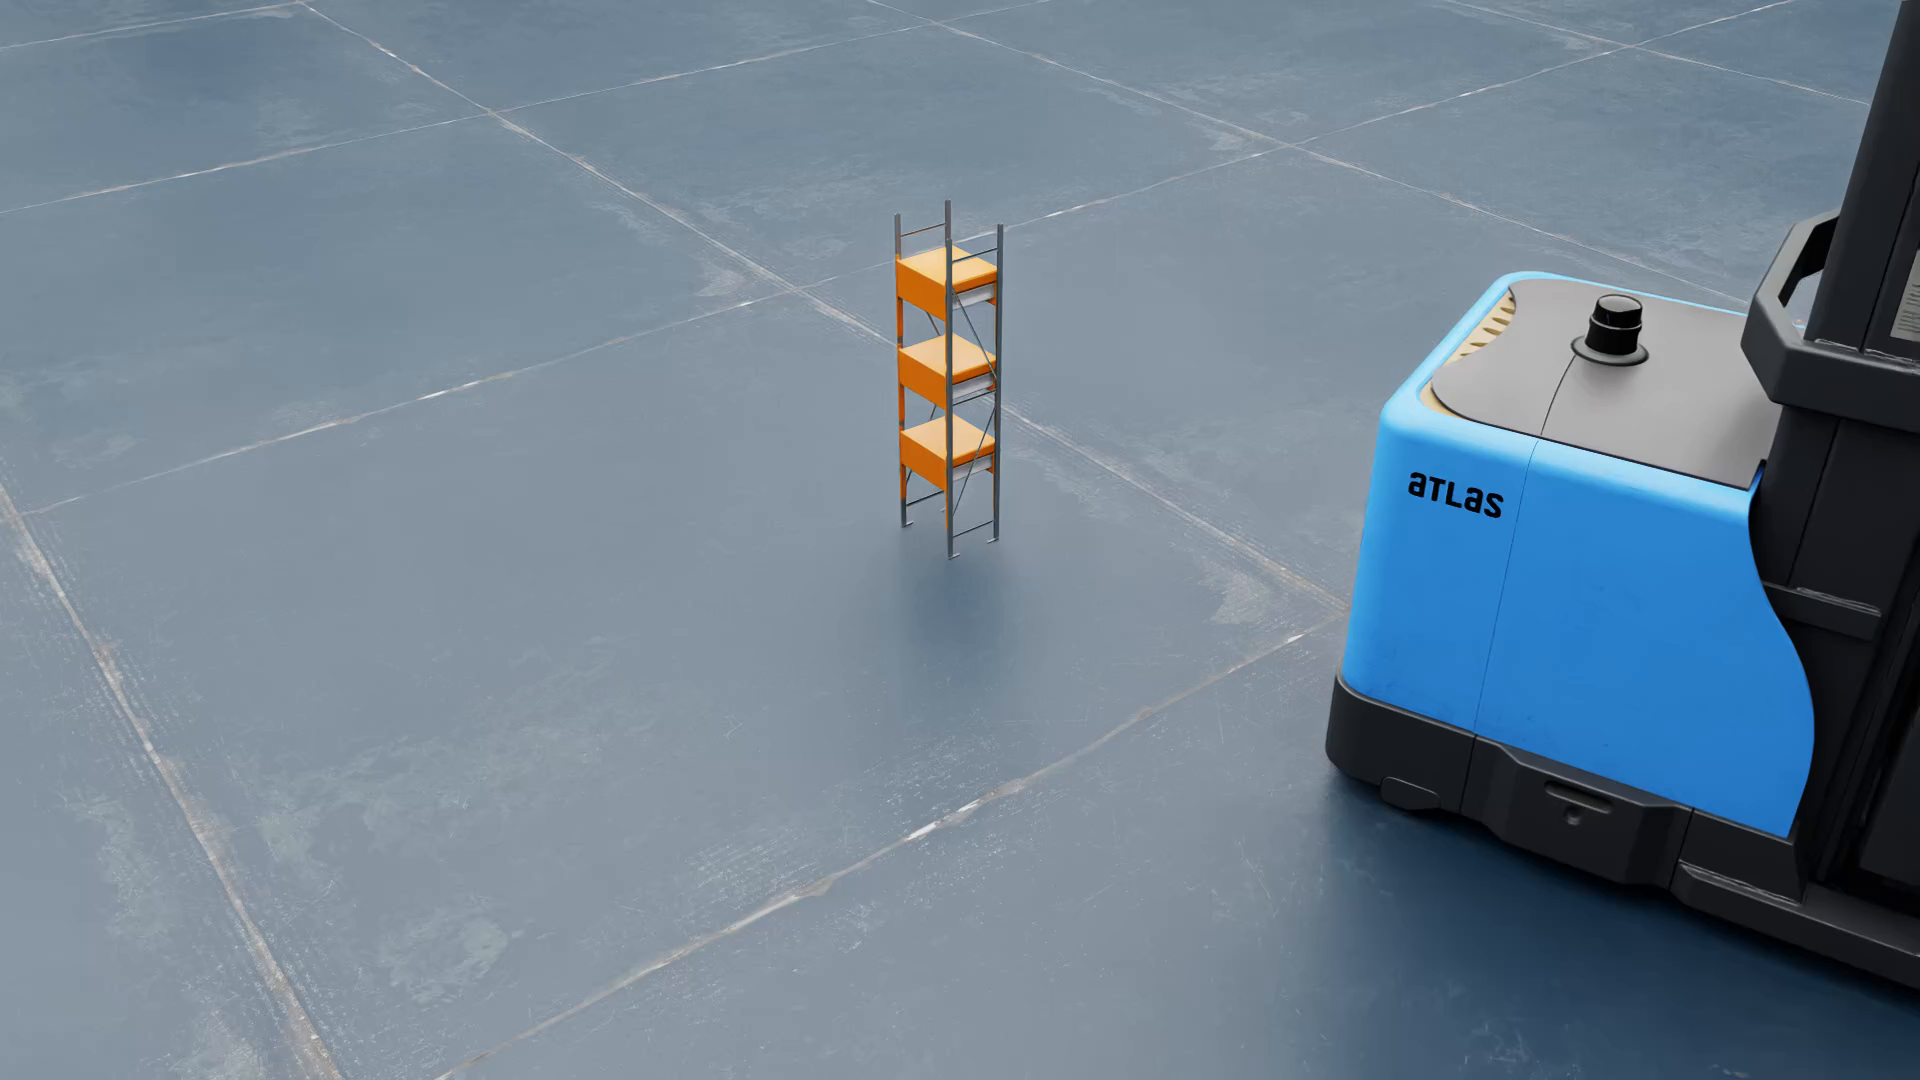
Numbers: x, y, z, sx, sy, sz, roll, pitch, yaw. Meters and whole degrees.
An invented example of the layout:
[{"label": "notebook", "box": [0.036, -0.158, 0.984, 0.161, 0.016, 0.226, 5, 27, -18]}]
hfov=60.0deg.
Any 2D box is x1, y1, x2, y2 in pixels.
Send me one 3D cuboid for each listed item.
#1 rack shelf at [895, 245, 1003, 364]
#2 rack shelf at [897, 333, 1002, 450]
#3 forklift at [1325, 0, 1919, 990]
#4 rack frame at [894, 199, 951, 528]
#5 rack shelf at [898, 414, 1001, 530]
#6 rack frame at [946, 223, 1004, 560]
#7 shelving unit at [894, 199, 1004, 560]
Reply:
[{"label": "rack shelf", "box": [-0.033, -0.700, 4.865, 0.215, 0.259, 0.240, -22, 38, -31]}, {"label": "rack shelf", "box": [-0.033, -0.459, 5.015, 0.215, 0.259, 0.240, -22, 38, -31]}, {"label": "forklift", "box": [2.453, -0.432, 3.167, 3.031, 2.935, 1.130, 18, 36, 27]}, {"label": "rack frame", "box": [-0.108, -0.519, 5.091, 0.200, 1.050, 0.008, -22, 38, -31]}, {"label": "rack shelf", "box": [-0.033, -0.223, 5.161, 0.215, 0.259, 0.240, -22, 38, -31]}, {"label": "rack frame", "box": [0.042, -0.417, 4.927, 0.200, 1.050, 0.008, -22, 38, -31]}, {"label": "shelving unit", "box": [-0.033, -0.468, 5.009, 0.215, 1.050, 0.252, -22, 38, -31]}]
